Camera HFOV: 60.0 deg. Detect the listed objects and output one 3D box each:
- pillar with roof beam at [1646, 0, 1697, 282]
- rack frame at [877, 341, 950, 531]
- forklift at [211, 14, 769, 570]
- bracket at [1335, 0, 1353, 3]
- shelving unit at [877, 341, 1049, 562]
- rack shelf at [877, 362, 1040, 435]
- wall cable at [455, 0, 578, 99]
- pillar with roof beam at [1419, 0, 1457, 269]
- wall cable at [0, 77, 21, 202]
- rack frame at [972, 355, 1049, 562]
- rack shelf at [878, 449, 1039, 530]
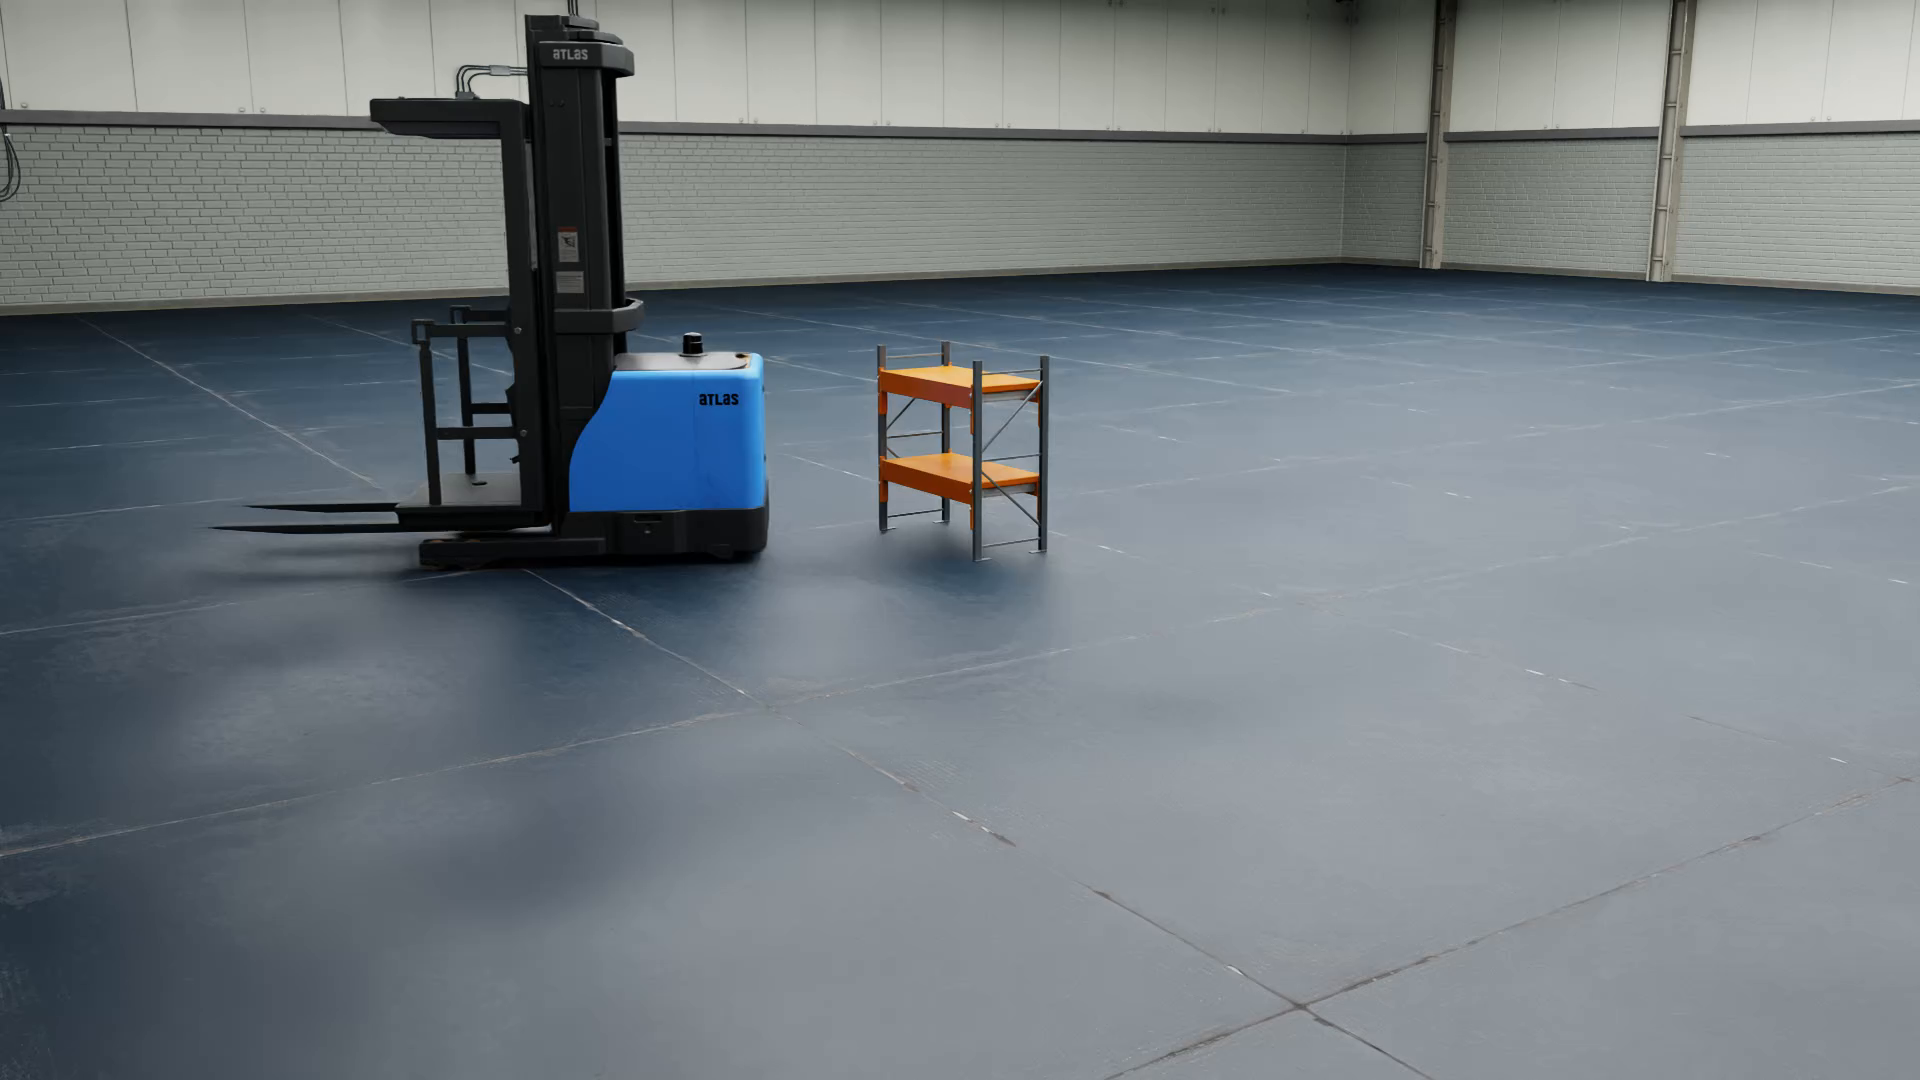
[{"bbox_3d":[10.793,-9.211,30.918,9.100,9.000,0.400,-8,15,-33],"label":"pillar with roof beam"},{"bbox_3d":[-0.278,-0.639,10.150,0.500,1.125,0.032,-8,15,-33],"label":"rack frame"},{"bbox_3d":[-2.637,-1.383,9.327,3.031,2.935,1.130,-1,12,-5],"label":"forklift"},{"bbox_3d":[9.214,-12.999,39.816,0.235,0.232,0.430,-8,15,-33],"label":"bracket"},{"bbox_3d":[0.004,-0.548,9.736,0.538,1.125,1.048,-8,15,-33],"label":"shelving unit"},{"bbox_3d":[0.004,-0.834,9.674,0.538,0.278,1.000,-8,15,-33],"label":"rack shelf"},{"bbox_3d":[-7.790,-10.522,28.952,2.305,6.003,0.169,-8,15,-33],"label":"wall cable"},{"bbox_3d":[7.469,-10.278,35.798,9.100,9.000,0.548,-8,15,-33],"label":"pillar with roof beam"},{"bbox_3d":[-15.702,-6.223,24.522,3.097,2.526,0.112,-8,15,-33],"label":"wall cable"},{"bbox_3d":[0.285,-0.458,9.323,0.500,1.125,0.032,-8,15,-33],"label":"rack frame"},{"bbox_3d":[0.004,-0.309,9.788,0.538,0.278,1.000,-8,15,-33],"label":"rack shelf"}]
